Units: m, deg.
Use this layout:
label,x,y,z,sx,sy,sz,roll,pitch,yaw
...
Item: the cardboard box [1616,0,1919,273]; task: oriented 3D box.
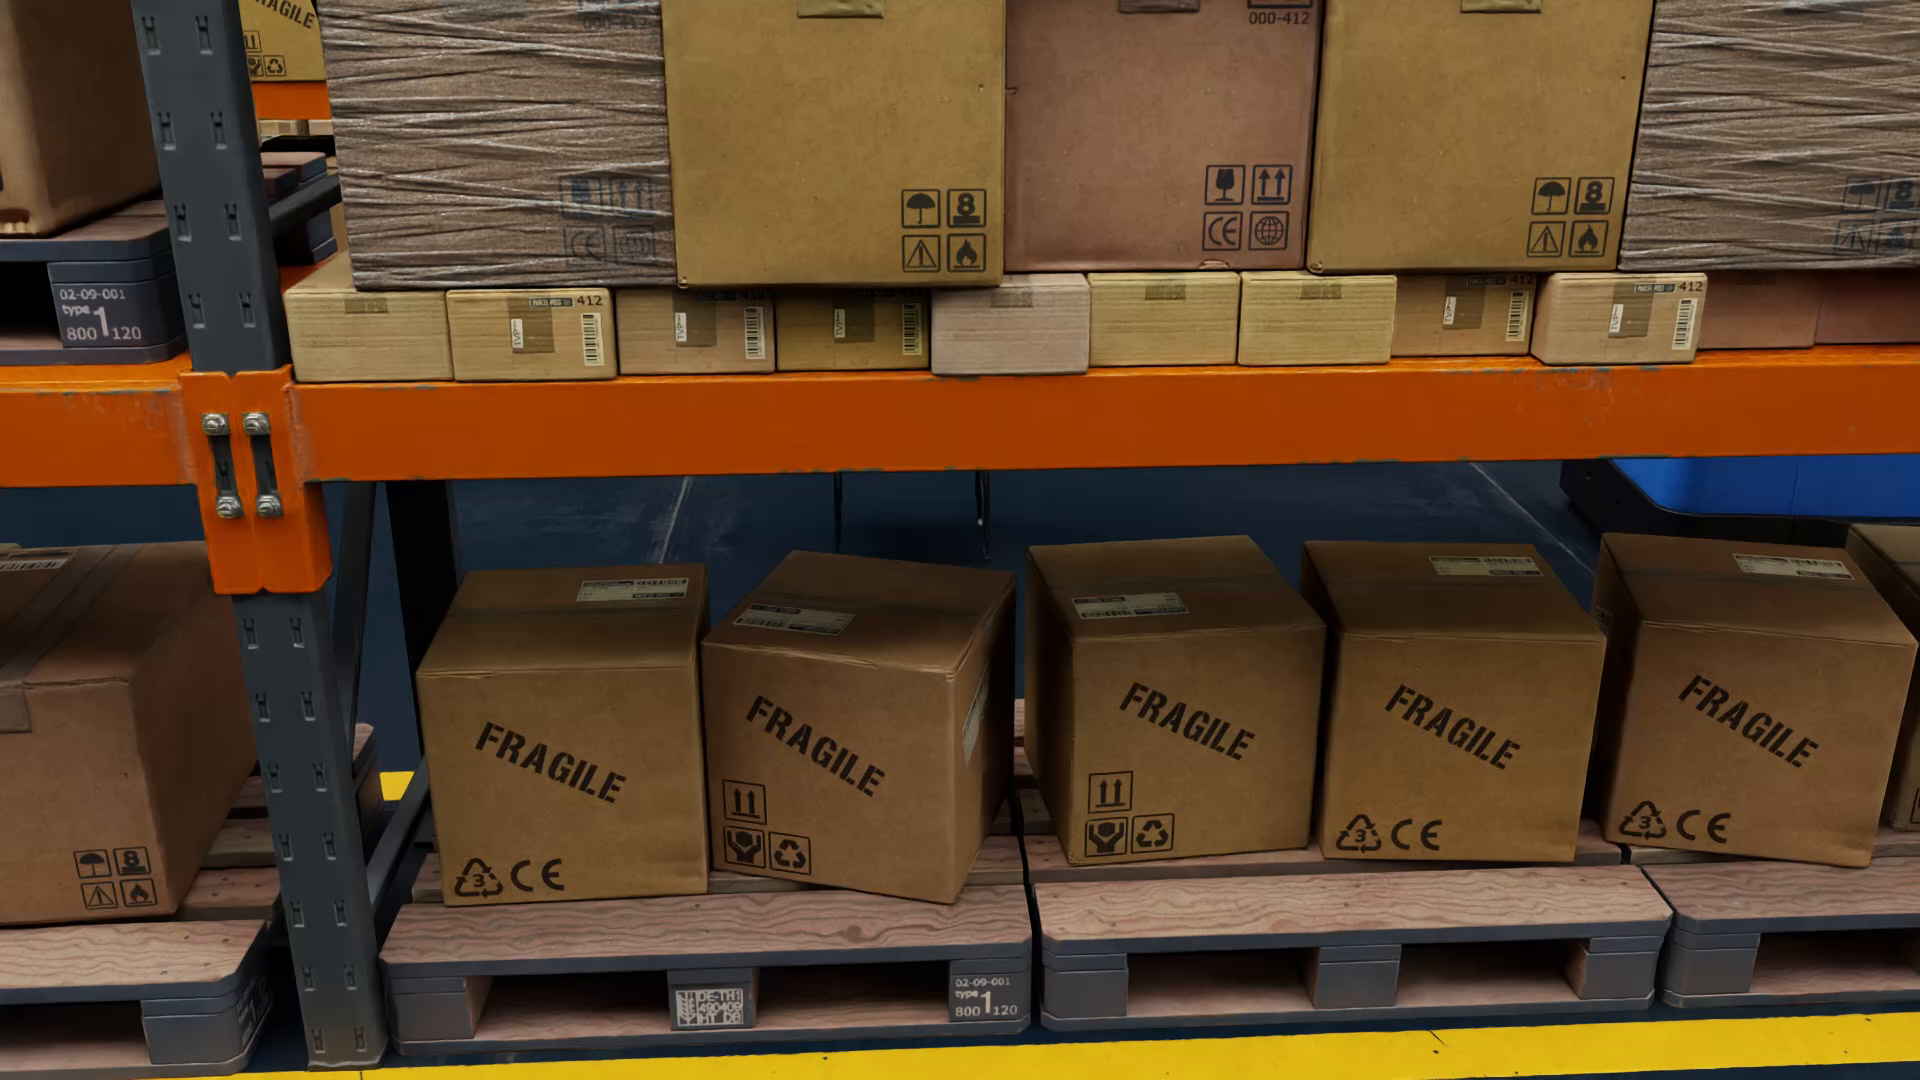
label,x,y,z,sx,sy,sz,roll,pitch,yaw
cardboard box,1.288,-0.821,3.004,0.500,0.500,0.875,-1,21,-3

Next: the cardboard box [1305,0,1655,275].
label,x,y,z,sx,sy,sz,roll,pitch,yaw
cardboard box,0.788,-0.815,2.988,0.500,0.500,0.875,-1,21,-3

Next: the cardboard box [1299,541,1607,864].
label,x,y,z,sx,sy,sz,roll,pitch,yaw
cardboard box,0.987,0.325,3.476,0.500,0.500,0.500,1,21,2

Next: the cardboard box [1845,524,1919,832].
label,x,y,z,sx,sy,sz,roll,pitch,yaw
cardboard box,2.208,0.294,3.555,0.500,0.500,0.500,3,21,7

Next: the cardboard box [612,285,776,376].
label,x,y,z,sx,sy,sz,roll,pitch,yaw
cardboard box,-0.431,-0.399,2.805,0.250,0.149,0.380,-1,21,-3

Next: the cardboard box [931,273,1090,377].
label,x,y,z,sx,sy,sz,roll,pitch,yaw
cardboard box,0.070,-0.398,2.803,0.250,0.149,0.380,-1,21,-3

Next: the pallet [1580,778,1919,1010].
label,x,y,z,sx,sy,sz,roll,pitch,yaw
pallet,1.943,0.624,3.685,1.213,0.211,1.003,-1,21,-3

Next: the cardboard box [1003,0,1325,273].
label,x,y,z,sx,sy,sz,roll,pitch,yaw
cardboard box,0.286,-0.820,3.000,0.500,0.500,0.875,-1,21,-3

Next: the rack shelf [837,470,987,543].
label,x,y,z,sx,sy,sz,roll,pitch,yaw
rack shelf,-0.165,-0.311,5.492,0.480,0.518,0.431,-1,21,-3

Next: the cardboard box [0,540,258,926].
label,x,y,z,sx,sy,sz,roll,pitch,yaw
cardboard box,-1.775,0.364,3.343,0.500,0.500,0.700,-3,21,-7

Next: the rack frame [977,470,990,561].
label,x,y,z,sx,sy,sz,roll,pitch,yaw
rack frame,0.078,-0.983,5.252,0.015,2.100,0.400,-1,21,-3

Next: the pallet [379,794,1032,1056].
label,x,y,z,sx,sy,sz,roll,pitch,yaw
pallet,-0.493,0.674,3.555,1.213,0.211,1.003,-1,21,-3

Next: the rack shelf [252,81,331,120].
label,x,y,z,sx,sy,sz,roll,pitch,yaw
rack shelf,-3.340,-1.990,7.644,4.000,0.370,1.077,-1,21,-3

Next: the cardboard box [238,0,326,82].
label,x,y,z,sx,sy,sz,roll,pitch,yaw
cardboard box,-2.858,-2.288,7.274,0.500,0.500,0.500,-1,21,-2

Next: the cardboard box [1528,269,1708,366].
label,x,y,z,sx,sy,sz,roll,pitch,yaw
cardboard box,1.068,-0.420,2.862,0.250,0.149,0.380,-1,21,-3

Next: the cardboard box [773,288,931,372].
label,x,y,z,sx,sy,sz,roll,pitch,yaw
cardboard box,-0.182,-0.407,2.828,0.250,0.149,0.380,-1,21,-3

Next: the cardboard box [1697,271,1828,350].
label,x,y,z,sx,sy,sz,roll,pitch,yaw
cardboard box,1.312,-0.457,2.958,0.250,0.149,0.380,-1,21,-3

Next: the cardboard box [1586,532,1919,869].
label,x,y,z,sx,sy,sz,roll,pitch,yaw
cardboard box,1.613,0.319,3.491,0.500,0.500,0.500,4,21,11

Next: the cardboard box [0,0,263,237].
label,x,y,z,sx,sy,sz,roll,pitch,yaw
cardboard box,-1.962,-1.113,2.896,1.000,1.000,1.000,-1,21,-3

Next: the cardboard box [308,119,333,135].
label,x,y,z,sx,sy,sz,roll,pitch,yaw
cardboard box,-4.420,-3.036,12.483,0.625,0.372,0.950,-2,21,-4

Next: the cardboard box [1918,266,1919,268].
label,x,y,z,sx,sy,sz,roll,pitch,yaw
cardboard box,1.789,-0.816,2.990,0.500,0.500,0.875,-1,21,-3

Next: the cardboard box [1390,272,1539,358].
label,x,y,z,sx,sy,sz,roll,pitch,yaw
cardboard box,0.814,-0.440,2.913,0.250,0.149,0.380,-1,21,-3

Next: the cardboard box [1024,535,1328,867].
label,x,y,z,sx,sy,sz,roll,pitch,yaw
cardboard box,0.427,0.320,3.488,0.500,0.500,0.500,-3,21,-8

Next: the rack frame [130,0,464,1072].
label,x,y,z,sx,sy,sz,roll,pitch,yaw
rack frame,-1.161,-0.603,2.990,0.127,3.000,1.000,-1,21,-3

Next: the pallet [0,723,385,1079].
label,x,y,z,sx,sy,sz,roll,pitch,yaw
pallet,-1.938,0.716,3.443,1.213,0.211,1.003,-1,21,-3

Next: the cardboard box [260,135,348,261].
label,x,y,z,sx,sy,sz,roll,pitch,yaw
cardboard box,-2.921,-1.449,7.783,0.750,0.750,1.050,-1,21,-3

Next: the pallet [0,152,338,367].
label,x,y,z,sx,sy,sz,roll,pitch,yaw
pallet,-1.933,-0.550,3.119,1.213,0.211,1.003,-1,21,-3

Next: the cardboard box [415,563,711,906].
label,x,y,z,sx,sy,sz,roll,pitch,yaw
cardboard box,-0.760,0.375,3.344,0.500,0.500,0.500,-2,21,-5

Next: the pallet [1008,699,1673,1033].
label,x,y,z,sx,sy,sz,roll,pitch,yaw
pallet,0.728,0.648,3.622,1.213,0.211,1.003,-1,21,-3

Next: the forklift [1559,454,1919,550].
label,x,y,z,sx,sy,sz,roll,pitch,yaw
forklift,3.627,-1.316,4.958,3.031,2.935,1.130,1,21,2

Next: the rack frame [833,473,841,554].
label,x,y,z,sx,sy,sz,roll,pitch,yaw
rack frame,-0.409,-0.973,5.226,0.015,2.100,0.400,-1,21,-3

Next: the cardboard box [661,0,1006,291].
label,x,y,z,sx,sy,sz,roll,pitch,yaw
cardboard box,-0.207,-0.774,2.879,0.500,0.500,0.875,-1,21,-3

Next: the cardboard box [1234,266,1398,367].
label,x,y,z,sx,sy,sz,roll,pitch,yaw
cardboard box,0.567,-0.419,2.858,0.250,0.149,0.380,-1,21,-3

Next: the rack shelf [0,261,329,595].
label,x,y,z,sx,sy,sz,roll,pitch,yaw
rack shelf,-3.158,-0.226,3.011,4.000,0.370,1.077,-1,21,-3

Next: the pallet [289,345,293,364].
label,x,y,z,sx,sy,sz,roll,pitch,yaw
pallet,-3.330,-0.996,7.940,1.213,0.211,1.003,-1,21,-3

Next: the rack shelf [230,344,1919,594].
label,x,y,z,sx,sy,sz,roll,pitch,yaw
rack shelf,0.836,-0.308,3.224,4.000,0.370,1.077,-1,21,-3

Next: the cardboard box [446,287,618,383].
label,x,y,z,sx,sy,sz,roll,pitch,yaw
cardboard box,-0.679,-0.384,2.766,0.250,0.149,0.380,-1,21,-3

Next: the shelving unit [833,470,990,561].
label,x,y,z,sx,sy,sz,roll,pitch,yaw
shelving unit,-0.165,-0.978,5.239,0.503,2.100,0.431,-1,21,-3

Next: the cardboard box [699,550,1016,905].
label,x,y,z,sx,sy,sz,roll,pitch,yaw
cardboard box,-0.188,0.361,3.381,0.500,0.500,0.500,5,22,14

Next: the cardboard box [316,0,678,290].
label,x,y,z,sx,sy,sz,roll,pitch,yaw
cardboard box,-0.708,-0.776,2.885,0.500,0.500,0.875,-1,21,-3

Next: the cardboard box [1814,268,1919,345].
label,x,y,z,sx,sy,sz,roll,pitch,yaw
cardboard box,1.561,-0.470,2.992,0.250,0.149,0.380,-1,21,-3

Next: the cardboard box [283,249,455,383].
label,x,y,z,sx,sy,sz,roll,pitch,yaw
cardboard box,-0.929,-0.383,2.765,0.250,0.149,0.380,-1,21,-3

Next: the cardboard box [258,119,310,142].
label,x,y,z,sx,sy,sz,roll,pitch,yaw
cardboard box,-5.156,-3.018,12.436,0.625,0.372,0.950,-3,21,-7

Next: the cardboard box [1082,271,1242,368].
label,x,y,z,sx,sy,sz,roll,pitch,yaw
cardboard box,0.317,-0.417,2.855,0.250,0.149,0.380,-1,21,-3

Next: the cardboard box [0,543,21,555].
label,x,y,z,sx,sy,sz,roll,pitch,yaw
cardboard box,-2.253,0.367,3.335,0.500,0.500,0.700,-1,21,-3
